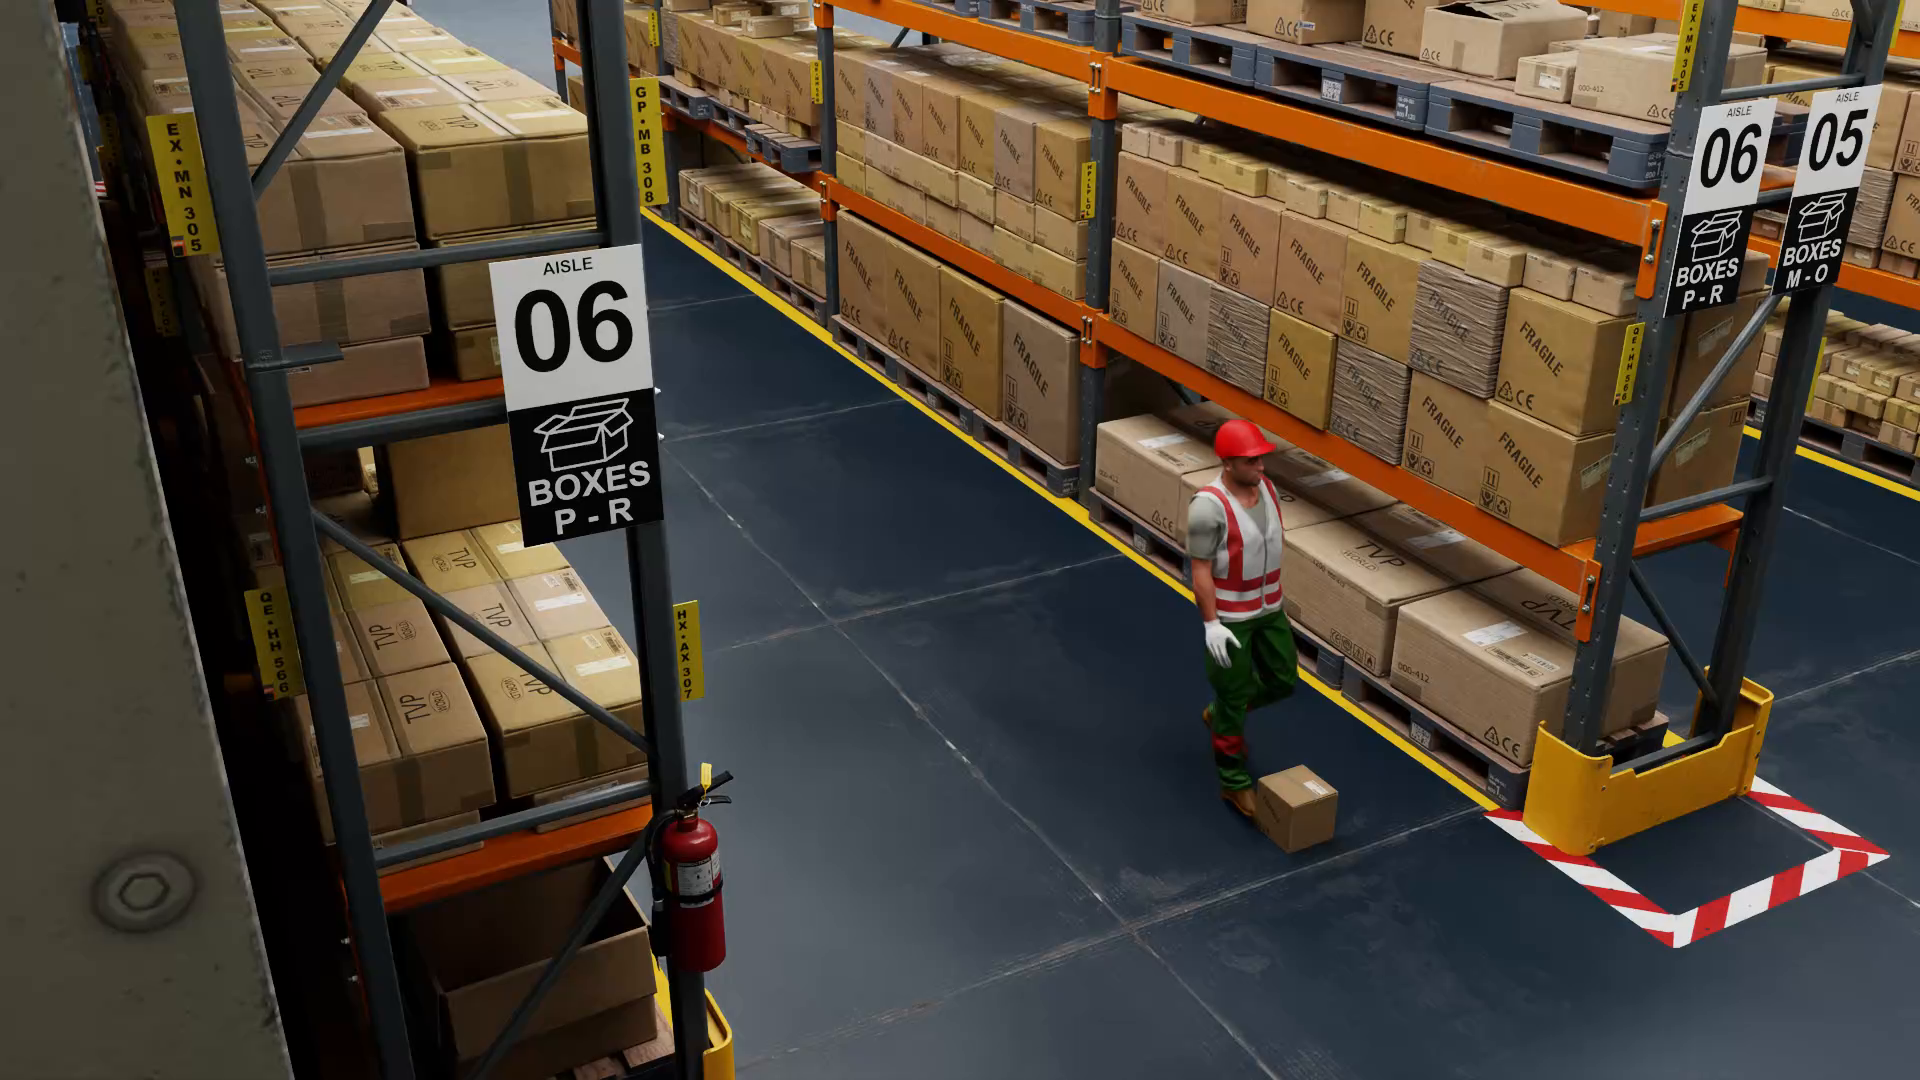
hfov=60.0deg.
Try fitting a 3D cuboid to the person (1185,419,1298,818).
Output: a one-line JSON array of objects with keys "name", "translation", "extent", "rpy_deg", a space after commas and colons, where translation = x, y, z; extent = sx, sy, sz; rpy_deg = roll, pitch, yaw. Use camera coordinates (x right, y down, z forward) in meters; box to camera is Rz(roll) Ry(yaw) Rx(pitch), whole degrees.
[{"name": "person", "translation": [1.263, 0.331, 7.341], "extent": [0.558, 1.783, 0.640], "rpy_deg": [-18, 30, -33]}]
